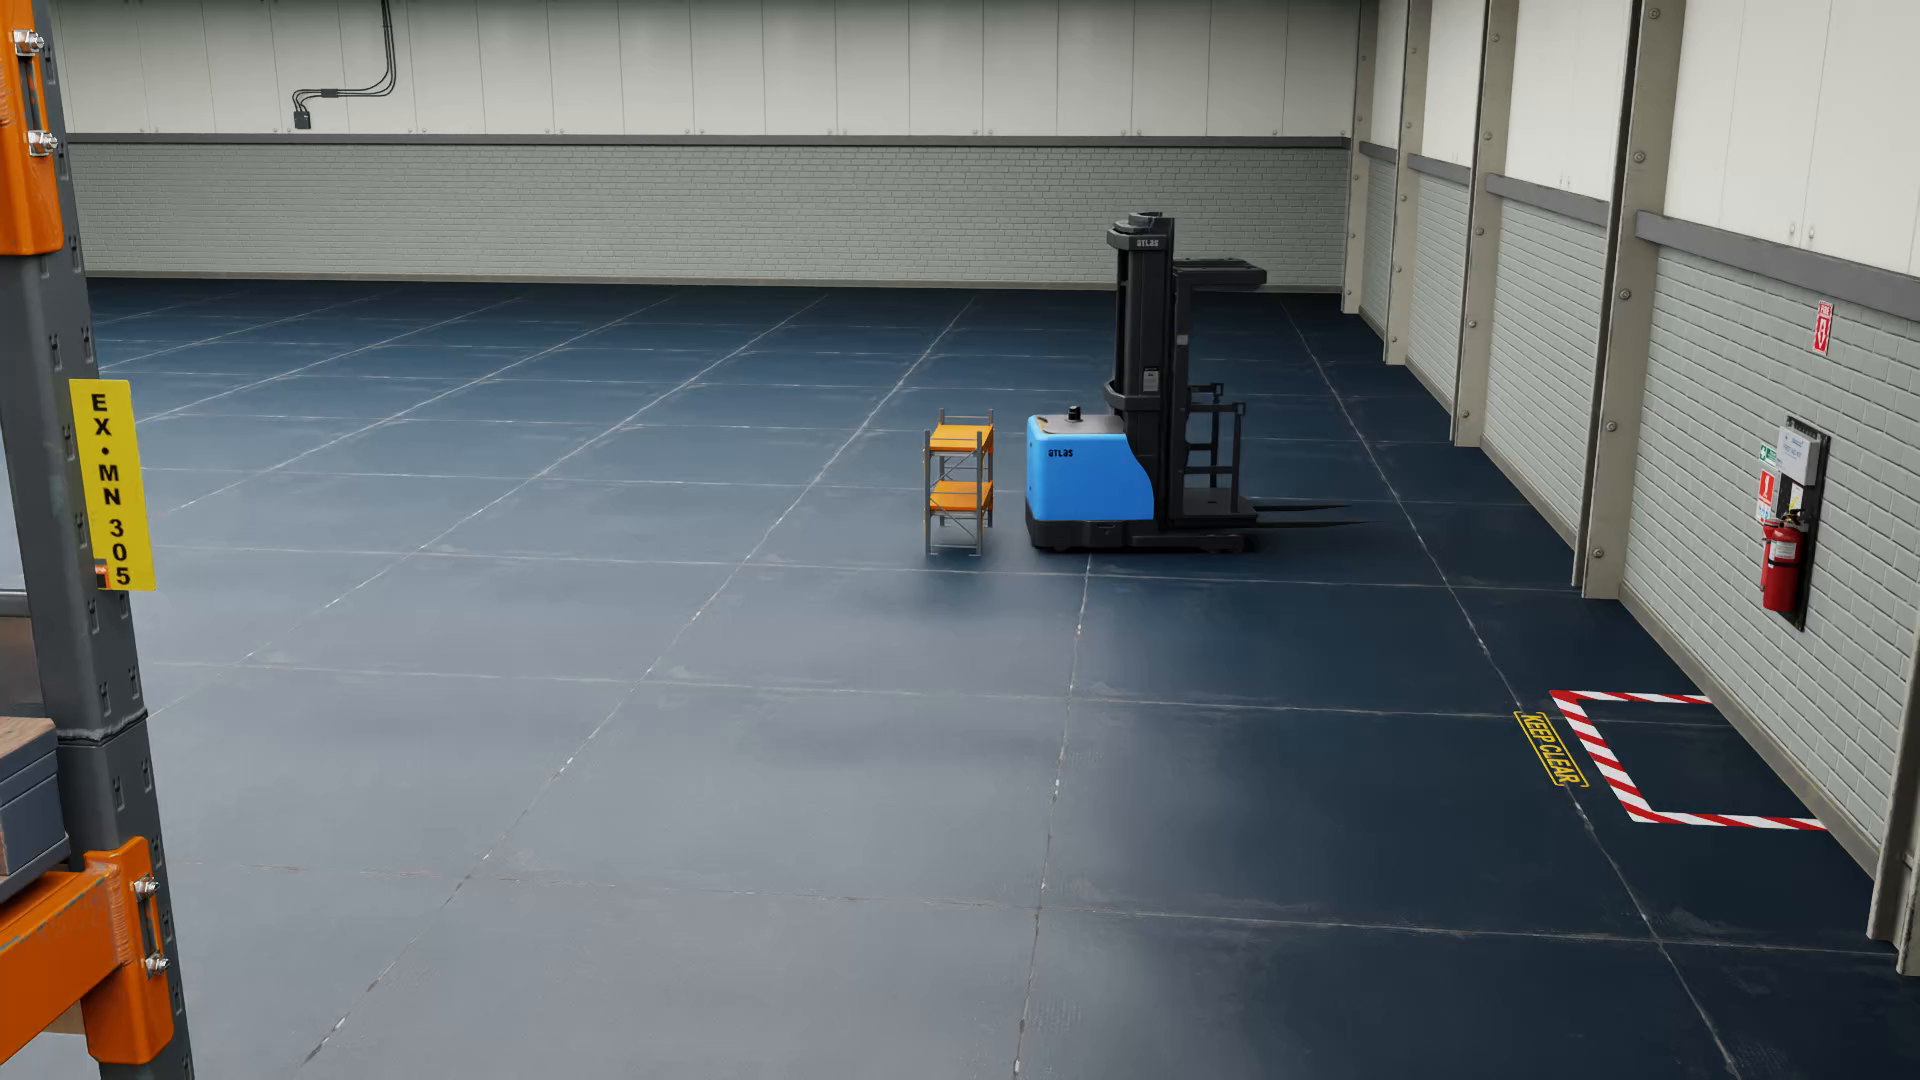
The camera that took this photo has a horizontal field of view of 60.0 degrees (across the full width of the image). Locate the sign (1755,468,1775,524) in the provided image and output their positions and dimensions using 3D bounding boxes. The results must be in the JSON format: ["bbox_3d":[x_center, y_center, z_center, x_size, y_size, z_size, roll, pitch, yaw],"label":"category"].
[{"bbox_3d":[5.042,-0.265,10.414,0.001,0.329,0.234,2,15,6],"label":"sign"}]

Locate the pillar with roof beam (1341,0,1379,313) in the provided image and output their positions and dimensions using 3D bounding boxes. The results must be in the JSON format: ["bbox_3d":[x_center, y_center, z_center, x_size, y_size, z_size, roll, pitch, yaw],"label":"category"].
[{"bbox_3d":[2.991,-8.715,30.239,9.100,9.000,0.400,2,15,6],"label":"pillar with roof beam"}]

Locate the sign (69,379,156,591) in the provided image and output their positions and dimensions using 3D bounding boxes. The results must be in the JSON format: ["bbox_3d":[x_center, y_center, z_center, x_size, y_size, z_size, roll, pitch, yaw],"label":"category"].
[{"bbox_3d":[-1.282,-0.081,2.511,0.100,0.325,0.005,2,15,6],"label":"sign"}]

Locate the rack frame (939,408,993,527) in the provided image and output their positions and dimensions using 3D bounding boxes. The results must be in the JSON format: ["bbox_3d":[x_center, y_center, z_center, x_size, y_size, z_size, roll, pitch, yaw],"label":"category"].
[{"bbox_3d":[0.057,-0.673,15.584,0.500,1.125,0.032,2,15,6],"label":"rack frame"}]

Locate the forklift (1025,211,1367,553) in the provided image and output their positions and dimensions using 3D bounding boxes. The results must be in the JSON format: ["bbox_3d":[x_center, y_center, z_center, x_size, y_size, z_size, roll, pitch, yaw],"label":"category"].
[{"bbox_3d":[2.146,-1.435,14.943,3.031,2.935,1.130,-1,15,-2],"label":"forklift"}]

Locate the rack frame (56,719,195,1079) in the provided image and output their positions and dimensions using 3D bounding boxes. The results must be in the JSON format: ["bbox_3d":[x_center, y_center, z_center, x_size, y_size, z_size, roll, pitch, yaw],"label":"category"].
[{"bbox_3d":[-1.819,1.737,3.080,1.000,3.000,0.127,2,15,6],"label":"rack frame"}]

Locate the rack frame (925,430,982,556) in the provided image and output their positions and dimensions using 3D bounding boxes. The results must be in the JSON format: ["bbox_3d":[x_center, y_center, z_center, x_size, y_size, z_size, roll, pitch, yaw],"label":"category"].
[{"bbox_3d":[-0.058,-0.409,14.609,0.500,1.125,0.032,2,15,6],"label":"rack frame"}]

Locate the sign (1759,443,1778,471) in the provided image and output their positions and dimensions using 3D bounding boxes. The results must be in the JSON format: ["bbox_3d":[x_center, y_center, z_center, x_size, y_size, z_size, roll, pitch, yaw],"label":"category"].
[{"bbox_3d":[5.033,-0.520,10.341,0.001,0.109,0.331,2,15,6],"label":"sign"}]

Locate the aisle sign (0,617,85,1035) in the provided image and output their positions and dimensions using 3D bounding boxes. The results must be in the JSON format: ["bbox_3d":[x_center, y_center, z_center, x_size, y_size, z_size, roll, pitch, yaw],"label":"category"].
[{"bbox_3d":[-1.520,0.474,2.772,0.394,0.787,0.004,2,15,6],"label":"aisle sign"}]

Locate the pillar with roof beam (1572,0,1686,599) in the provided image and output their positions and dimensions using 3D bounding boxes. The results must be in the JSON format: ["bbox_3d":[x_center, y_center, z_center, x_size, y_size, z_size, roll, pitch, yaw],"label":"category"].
[{"bbox_3d":[0.960,-4.046,12.974,9.100,9.000,0.400,2,15,6],"label":"pillar with roof beam"}]

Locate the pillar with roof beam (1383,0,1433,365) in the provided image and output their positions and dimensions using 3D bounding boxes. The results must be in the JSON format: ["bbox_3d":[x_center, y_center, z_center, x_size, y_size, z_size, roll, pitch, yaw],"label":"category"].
[{"bbox_3d":[2.314,-7.159,24.484,9.100,9.000,0.400,2,15,6],"label":"pillar with roof beam"}]

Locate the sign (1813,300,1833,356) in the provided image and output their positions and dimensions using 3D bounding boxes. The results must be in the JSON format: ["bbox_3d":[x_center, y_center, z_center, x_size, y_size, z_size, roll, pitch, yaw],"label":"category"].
[{"bbox_3d":[4.977,-1.225,9.594,0.001,0.298,0.199,2,15,6],"label":"sign"}]

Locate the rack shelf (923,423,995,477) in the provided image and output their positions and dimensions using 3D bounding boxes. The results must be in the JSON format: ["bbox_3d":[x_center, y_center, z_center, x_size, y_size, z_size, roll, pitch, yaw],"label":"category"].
[{"bbox_3d":[-0.001,-0.824,15.020,0.538,0.278,1.000,2,15,6],"label":"rack shelf"}]

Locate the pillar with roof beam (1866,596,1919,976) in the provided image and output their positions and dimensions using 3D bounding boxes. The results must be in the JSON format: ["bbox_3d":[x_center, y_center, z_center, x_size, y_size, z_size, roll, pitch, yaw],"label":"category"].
[{"bbox_3d":[0.283,-2.490,7.219,9.100,9.000,0.400,2,15,6],"label":"pillar with roof beam"}]

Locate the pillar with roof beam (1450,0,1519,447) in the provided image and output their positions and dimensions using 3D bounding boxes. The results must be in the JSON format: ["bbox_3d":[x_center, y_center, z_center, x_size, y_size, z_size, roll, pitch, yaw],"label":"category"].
[{"bbox_3d":[1.637,-5.602,18.729,9.100,9.000,0.400,2,15,6],"label":"pillar with roof beam"}]

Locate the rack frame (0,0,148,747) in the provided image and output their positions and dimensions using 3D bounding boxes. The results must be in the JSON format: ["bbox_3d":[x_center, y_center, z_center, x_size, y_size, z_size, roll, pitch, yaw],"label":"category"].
[{"bbox_3d":[-1.819,-1.159,2.297,1.000,3.000,0.127,2,15,6],"label":"rack frame"}]

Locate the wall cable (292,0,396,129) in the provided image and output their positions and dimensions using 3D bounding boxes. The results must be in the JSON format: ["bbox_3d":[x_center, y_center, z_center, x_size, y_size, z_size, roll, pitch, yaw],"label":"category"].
[{"bbox_3d":[-12.953,-11.599,34.390,2.305,6.003,0.169,2,15,6],"label":"wall cable"}]

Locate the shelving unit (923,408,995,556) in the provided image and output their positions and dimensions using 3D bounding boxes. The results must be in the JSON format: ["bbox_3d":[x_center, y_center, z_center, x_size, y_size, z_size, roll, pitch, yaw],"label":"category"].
[{"bbox_3d":[-0.001,-0.541,15.097,0.538,1.125,1.048,2,15,6],"label":"shelving unit"}]

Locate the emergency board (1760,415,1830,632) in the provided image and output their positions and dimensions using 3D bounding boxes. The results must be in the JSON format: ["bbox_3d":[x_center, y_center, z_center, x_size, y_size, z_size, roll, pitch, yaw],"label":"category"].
[{"bbox_3d":[4.877,-0.107,9.900,0.194,1.169,0.643,2,15,6],"label":"emergency board"}]

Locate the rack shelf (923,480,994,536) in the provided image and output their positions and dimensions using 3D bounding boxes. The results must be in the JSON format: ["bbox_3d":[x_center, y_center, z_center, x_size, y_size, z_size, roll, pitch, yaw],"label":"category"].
[{"bbox_3d":[-0.001,-0.305,15.161,0.538,0.278,1.000,2,15,6],"label":"rack shelf"}]

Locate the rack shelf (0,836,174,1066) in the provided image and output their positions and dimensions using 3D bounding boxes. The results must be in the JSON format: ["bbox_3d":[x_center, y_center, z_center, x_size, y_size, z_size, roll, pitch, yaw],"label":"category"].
[{"bbox_3d":[-2.045,1.155,0.864,1.077,0.370,4.000,2,15,6],"label":"rack shelf"}]

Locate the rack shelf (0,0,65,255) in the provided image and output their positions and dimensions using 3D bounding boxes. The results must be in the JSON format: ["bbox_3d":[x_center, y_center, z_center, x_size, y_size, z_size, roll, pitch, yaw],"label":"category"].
[{"bbox_3d":[-2.045,-0.100,0.525,1.077,0.370,4.000,2,15,6],"label":"rack shelf"}]

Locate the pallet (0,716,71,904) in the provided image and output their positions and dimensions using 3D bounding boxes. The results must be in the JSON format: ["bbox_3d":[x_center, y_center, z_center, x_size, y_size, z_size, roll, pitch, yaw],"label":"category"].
[{"bbox_3d":[-1.925,0.514,2.025,1.003,0.211,1.213,2,15,6],"label":"pallet"}]
